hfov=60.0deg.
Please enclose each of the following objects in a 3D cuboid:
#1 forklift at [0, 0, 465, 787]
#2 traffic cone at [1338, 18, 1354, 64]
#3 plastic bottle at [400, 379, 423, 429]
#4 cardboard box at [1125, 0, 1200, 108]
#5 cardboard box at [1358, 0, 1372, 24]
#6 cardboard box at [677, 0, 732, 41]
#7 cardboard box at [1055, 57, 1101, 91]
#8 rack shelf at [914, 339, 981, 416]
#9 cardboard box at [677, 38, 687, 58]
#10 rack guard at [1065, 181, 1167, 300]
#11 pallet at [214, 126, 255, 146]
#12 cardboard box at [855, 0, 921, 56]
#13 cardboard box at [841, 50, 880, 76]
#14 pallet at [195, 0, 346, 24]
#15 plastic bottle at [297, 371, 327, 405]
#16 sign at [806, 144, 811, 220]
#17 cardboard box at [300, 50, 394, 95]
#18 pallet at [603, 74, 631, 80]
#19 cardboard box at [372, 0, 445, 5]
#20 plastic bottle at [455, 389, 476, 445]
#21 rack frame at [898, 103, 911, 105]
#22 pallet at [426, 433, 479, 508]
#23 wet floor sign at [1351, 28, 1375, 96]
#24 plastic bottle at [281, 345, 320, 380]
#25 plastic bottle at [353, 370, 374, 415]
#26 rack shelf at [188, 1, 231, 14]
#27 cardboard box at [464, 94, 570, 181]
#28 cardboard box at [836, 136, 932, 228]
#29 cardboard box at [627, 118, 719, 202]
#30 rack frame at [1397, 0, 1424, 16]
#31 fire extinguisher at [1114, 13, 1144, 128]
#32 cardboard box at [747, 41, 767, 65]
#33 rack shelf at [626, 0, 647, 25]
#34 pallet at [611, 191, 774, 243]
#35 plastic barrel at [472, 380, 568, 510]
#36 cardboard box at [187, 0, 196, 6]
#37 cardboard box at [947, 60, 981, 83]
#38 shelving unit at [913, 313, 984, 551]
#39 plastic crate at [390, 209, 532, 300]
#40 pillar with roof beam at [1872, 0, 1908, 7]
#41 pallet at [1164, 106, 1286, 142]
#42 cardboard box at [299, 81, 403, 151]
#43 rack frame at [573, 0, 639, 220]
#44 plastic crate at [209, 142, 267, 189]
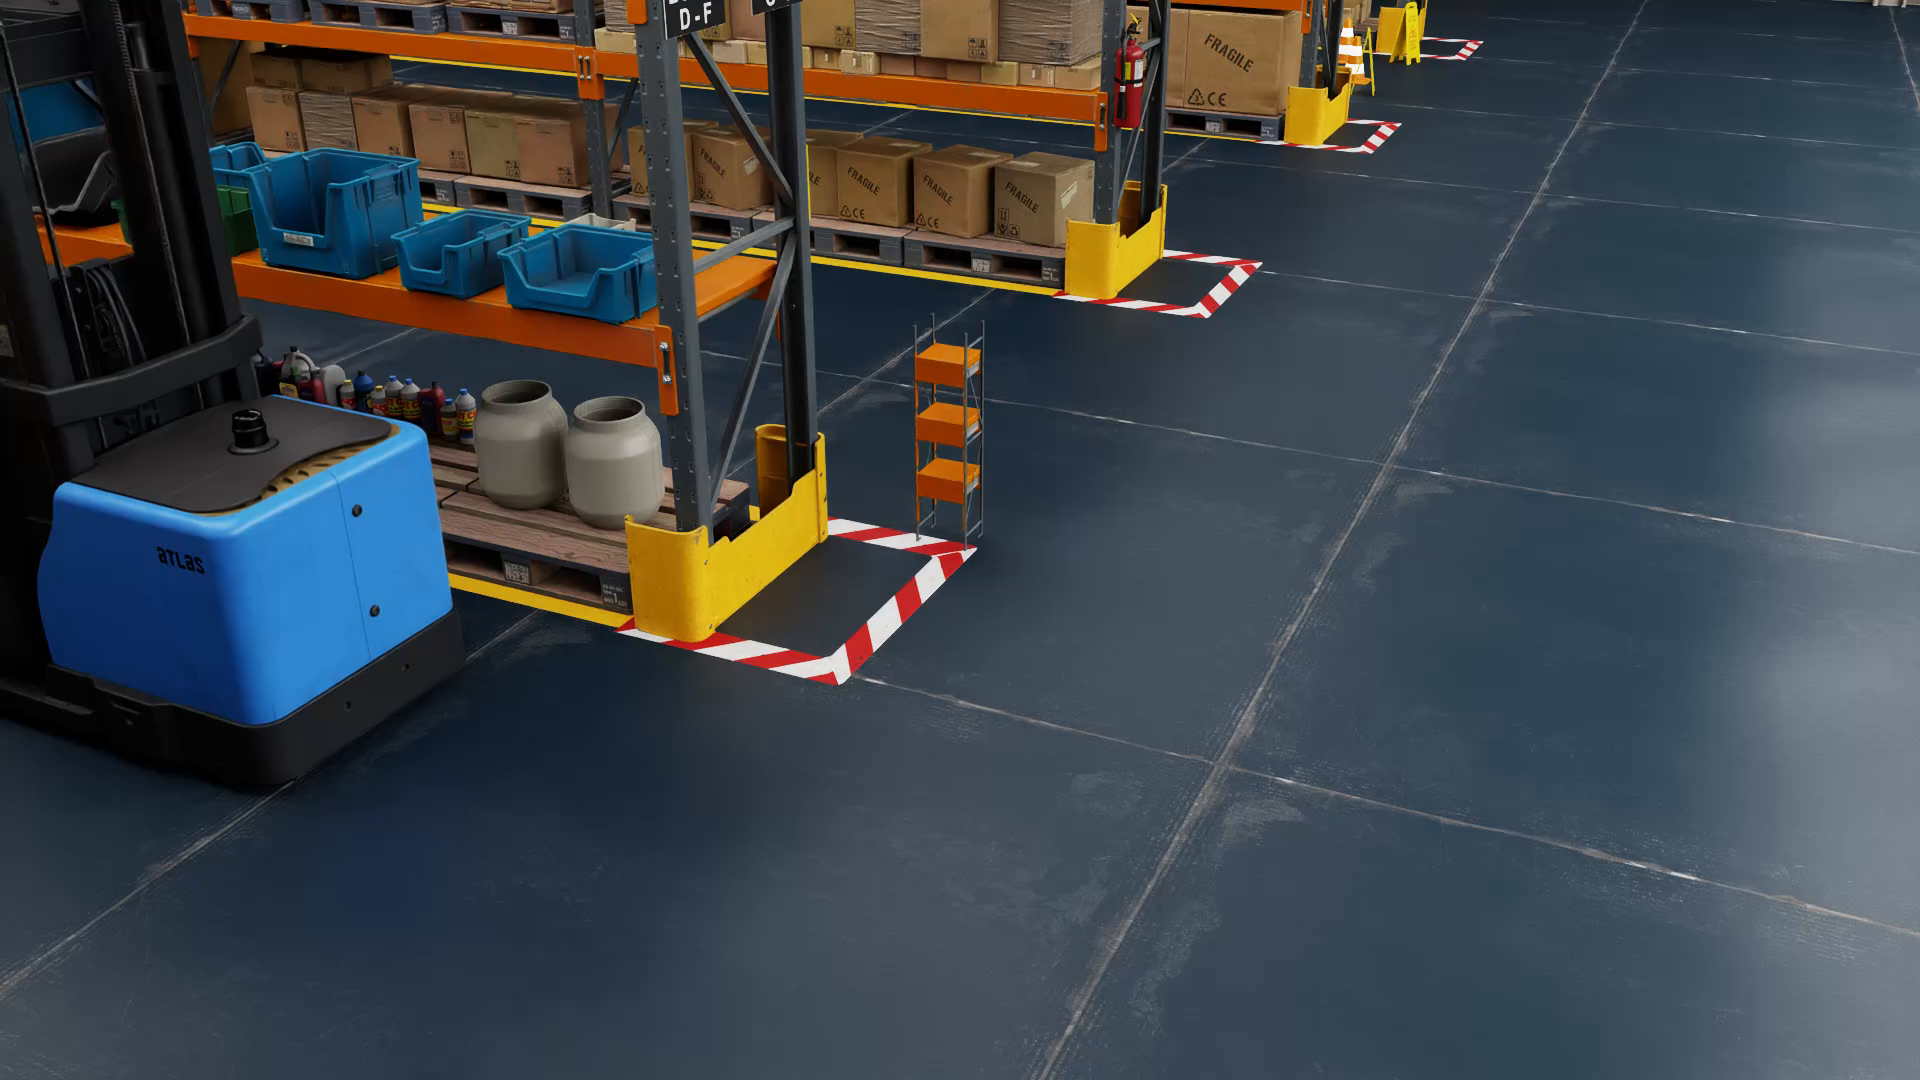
[{"bbox_3d":[-3.526,-0.872,6.203,3.031,2.935,1.130,12,29,23],"label":"forklift"},{"bbox_3d":[4.321,-5.580,18.560,0.334,0.463,0.336,11,28,22],"label":"traffic cone"},{"bbox_3d":[-2.740,-0.675,8.315,0.097,0.271,0.097,0,26,0],"label":"plastic bottle"},{"bbox_3d":[1.843,-4.642,15.713,0.875,0.875,0.875,11,28,21],"label":"cardboard box"},{"bbox_3d":[4.626,-6.372,19.933,0.500,0.250,0.500,11,28,21],"label":"cardboard box"},{"bbox_3d":[-1.672,-3.870,11.765,0.500,0.500,0.875,11,28,22],"label":"cardboard box"},{"bbox_3d":[0.799,-3.030,10.793,0.250,0.149,0.380,11,28,22],"label":"cardboard box"},{"bbox_3d":[-0.048,-0.726,7.418,0.240,0.259,0.215,11,28,22],"label":"rack shelf"},{"bbox_3d":[-1.965,-3.546,11.842,0.250,0.149,0.380,11,28,22],"label":"cardboard box"},{"bbox_3d":[1.075,-2.066,11.380,0.348,0.500,1.175,11,28,22],"label":"rack guard"},{"bbox_3d":[-6.825,-3.560,14.741,1.213,0.211,1.003,11,28,22],"label":"pallet"},{"bbox_3d":[-0.287,-3.615,11.247,0.500,0.500,0.875,11,28,22],"label":"cardboard box"},{"bbox_3d":[-0.610,-3.262,11.264,0.250,0.149,0.380,11,28,22],"label":"cardboard box"},{"bbox_3d":[-5.445,-4.463,13.636,1.003,0.211,1.213,11,28,22],"label":"pallet"},{"bbox_3d":[-3.270,-0.722,8.397,0.133,0.283,0.061,11,28,22],"label":"plastic bottle"},{"bbox_3d":[-0.674,-1.527,7.141,0.005,0.325,0.100,11,28,22],"label":"sign"},{"bbox_3d":[-5.029,-3.845,13.647,0.500,0.250,0.500,15,30,28],"label":"cardboard box"},{"bbox_3d":[-3.307,-5.187,18.046,1.213,0.211,1.003,11,28,22],"label":"pallet"},{"bbox_3d":[-4.113,-4.419,12.738,0.637,0.503,0.797,15,30,27],"label":"cardboard box"},{"bbox_3d":[-2.428,-0.612,8.188,0.097,0.271,0.097,0,26,0],"label":"plastic bottle"},{"bbox_3d":[-0.352,-5.881,16.299,0.127,3.000,1.000,11,28,22],"label":"rack frame"},{"bbox_3d":[-2.839,-0.300,8.121,1.213,0.211,1.003,11,28,22],"label":"pallet"},{"bbox_3d":[4.135,-4.884,16.939,0.232,0.644,0.267,6,27,13],"label":"wet floor sign"},{"bbox_3d":[-3.373,-0.826,8.533,0.185,0.351,0.144,11,28,21],"label":"plastic bottle"},{"bbox_3d":[-3.015,-0.730,8.428,0.097,0.271,0.097,0,26,0],"label":"plastic bottle"},{"bbox_3d":[-7.959,-4.679,14.672,4.000,0.370,1.077,11,28,22],"label":"rack shelf"},{"bbox_3d":[-3.474,-3.196,13.178,0.500,0.500,0.700,11,28,21],"label":"cardboard box"},{"bbox_3d":[-0.538,-2.579,11.947,0.500,0.500,0.500,14,30,27],"label":"cardboard box"},{"bbox_3d":[-2.150,-2.883,12.563,0.500,0.500,0.500,10,28,20],"label":"cardboard box"},{"bbox_3d":[5.246,-7.158,18.893,0.127,3.000,1.000,11,28,22],"label":"rack frame"},{"bbox_3d":[1.058,-2.933,10.398,0.183,0.674,0.296,11,28,22],"label":"fire extinguisher"},{"bbox_3d":[-1.278,-3.413,11.571,0.250,0.149,0.380,11,28,22],"label":"cardboard box"},{"bbox_3d":[-2.727,-2.571,6.994,4.000,0.370,1.077,11,28,22],"label":"rack shelf"},{"bbox_3d":[-1.871,-2.545,12.681,1.213,0.211,1.003,11,28,22],"label":"pallet"},{"bbox_3d":[-1.993,-0.435,7.580,0.421,0.512,0.421,0,26,0],"label":"plastic barrel"},{"bbox_3d":[-6.690,-4.672,13.730,0.500,0.500,0.500,12,29,23],"label":"cardboard box"},{"bbox_3d":[0.102,-3.153,11.042,0.250,0.149,0.380,11,28,22],"label":"cardboard box"},{"bbox_3d":[-0.049,-0.481,7.538,0.252,1.050,0.215,11,28,22],"label":"shelving unit"},{"bbox_3d":[-2.074,-1.207,6.975,0.408,0.251,0.499,11,28,22],"label":"plastic crate"},{"bbox_3d":[10.717,-9.508,16.874,0.400,9.000,9.100,11,28,22],"label":"pillar with roof beam"},{"bbox_3d":[2.529,-4.013,15.662,1.213,0.211,1.003,11,28,22],"label":"pallet"},{"bbox_3d":[-5.010,-3.501,13.798,0.500,0.500,0.700,9,28,18],"label":"cardboard box"},{"bbox_3d":[-2.497,-3.905,12.285,0.127,3.000,1.000,11,28,22],"label":"rack frame"},{"bbox_3d":[-3.427,-1.753,8.084,0.616,0.251,0.499,11,28,22],"label":"plastic crate"}]
